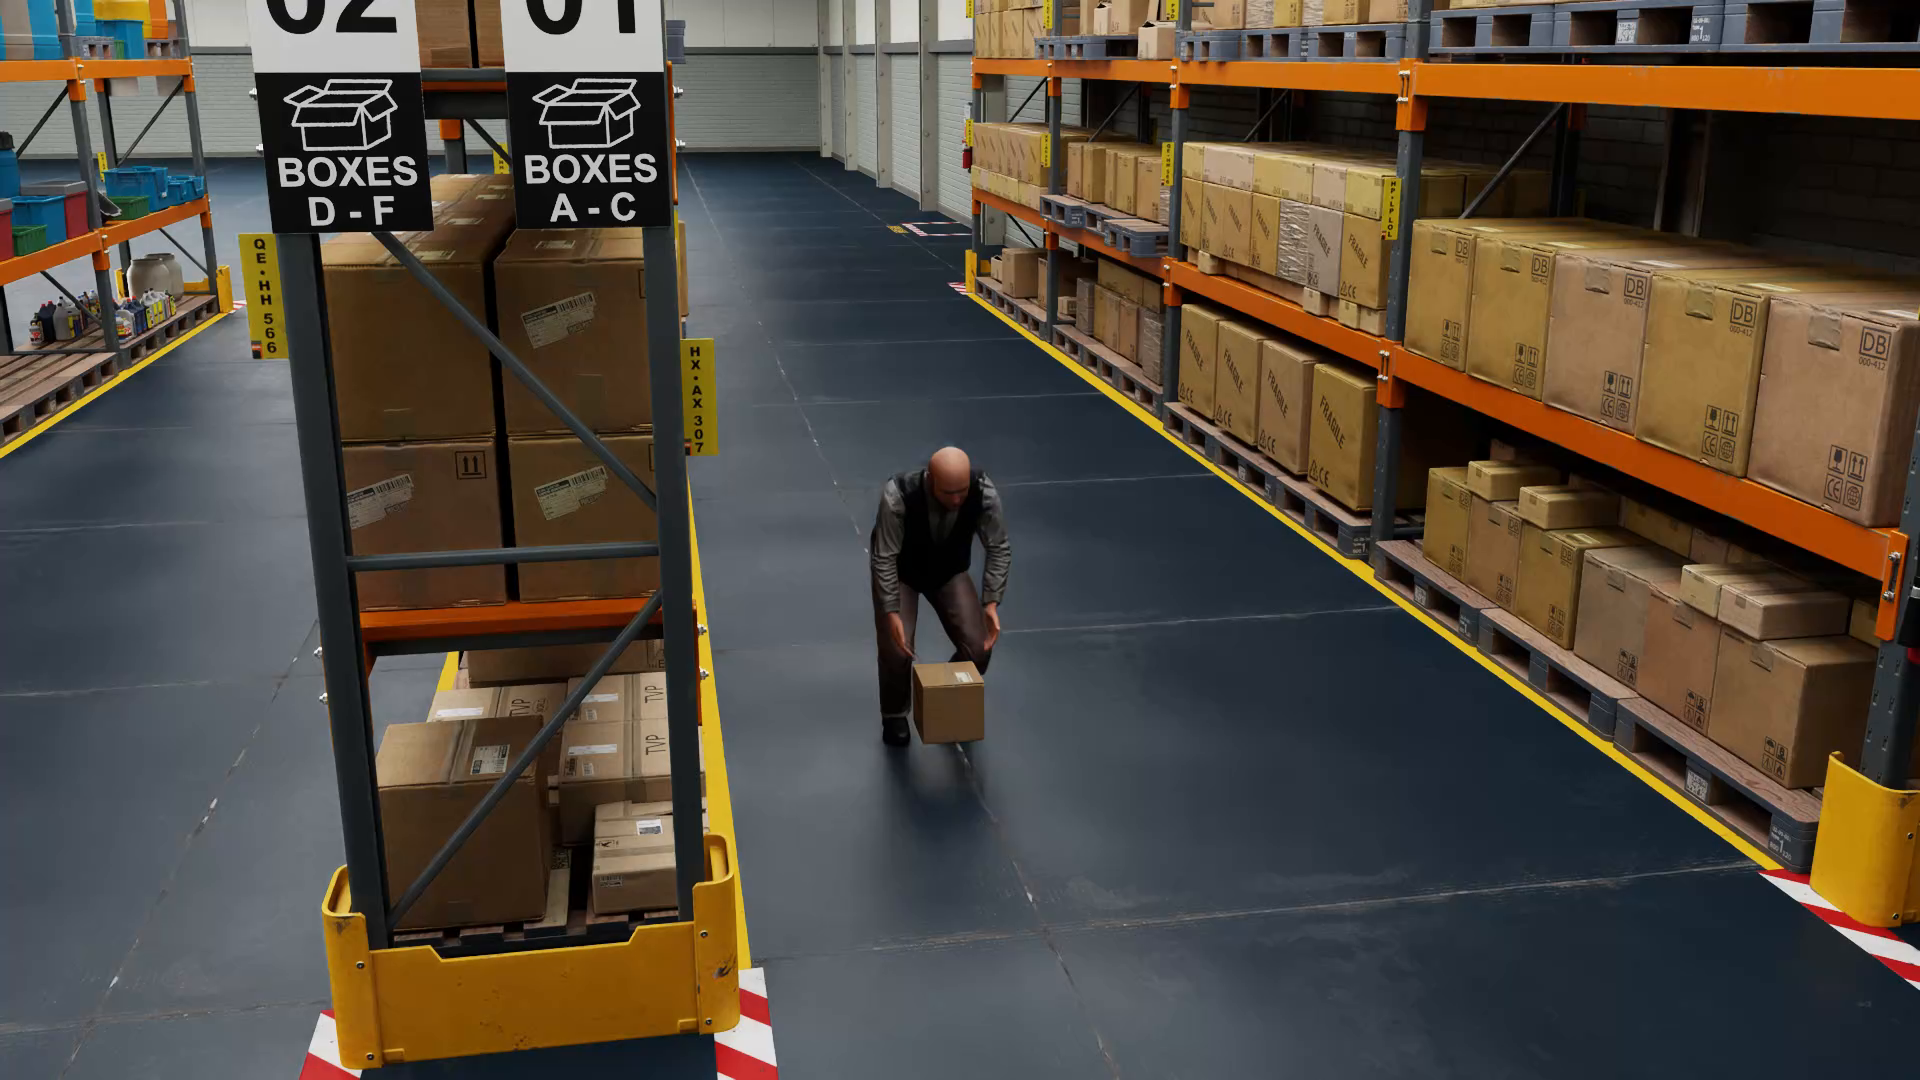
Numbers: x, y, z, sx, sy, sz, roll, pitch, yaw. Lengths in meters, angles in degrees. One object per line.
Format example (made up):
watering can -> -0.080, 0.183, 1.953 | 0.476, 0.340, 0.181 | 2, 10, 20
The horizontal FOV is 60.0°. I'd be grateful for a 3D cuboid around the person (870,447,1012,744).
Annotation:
person -> -0.097, 0.208, 7.054 | 0.591, 1.342, 0.740 | -3, 17, -10
